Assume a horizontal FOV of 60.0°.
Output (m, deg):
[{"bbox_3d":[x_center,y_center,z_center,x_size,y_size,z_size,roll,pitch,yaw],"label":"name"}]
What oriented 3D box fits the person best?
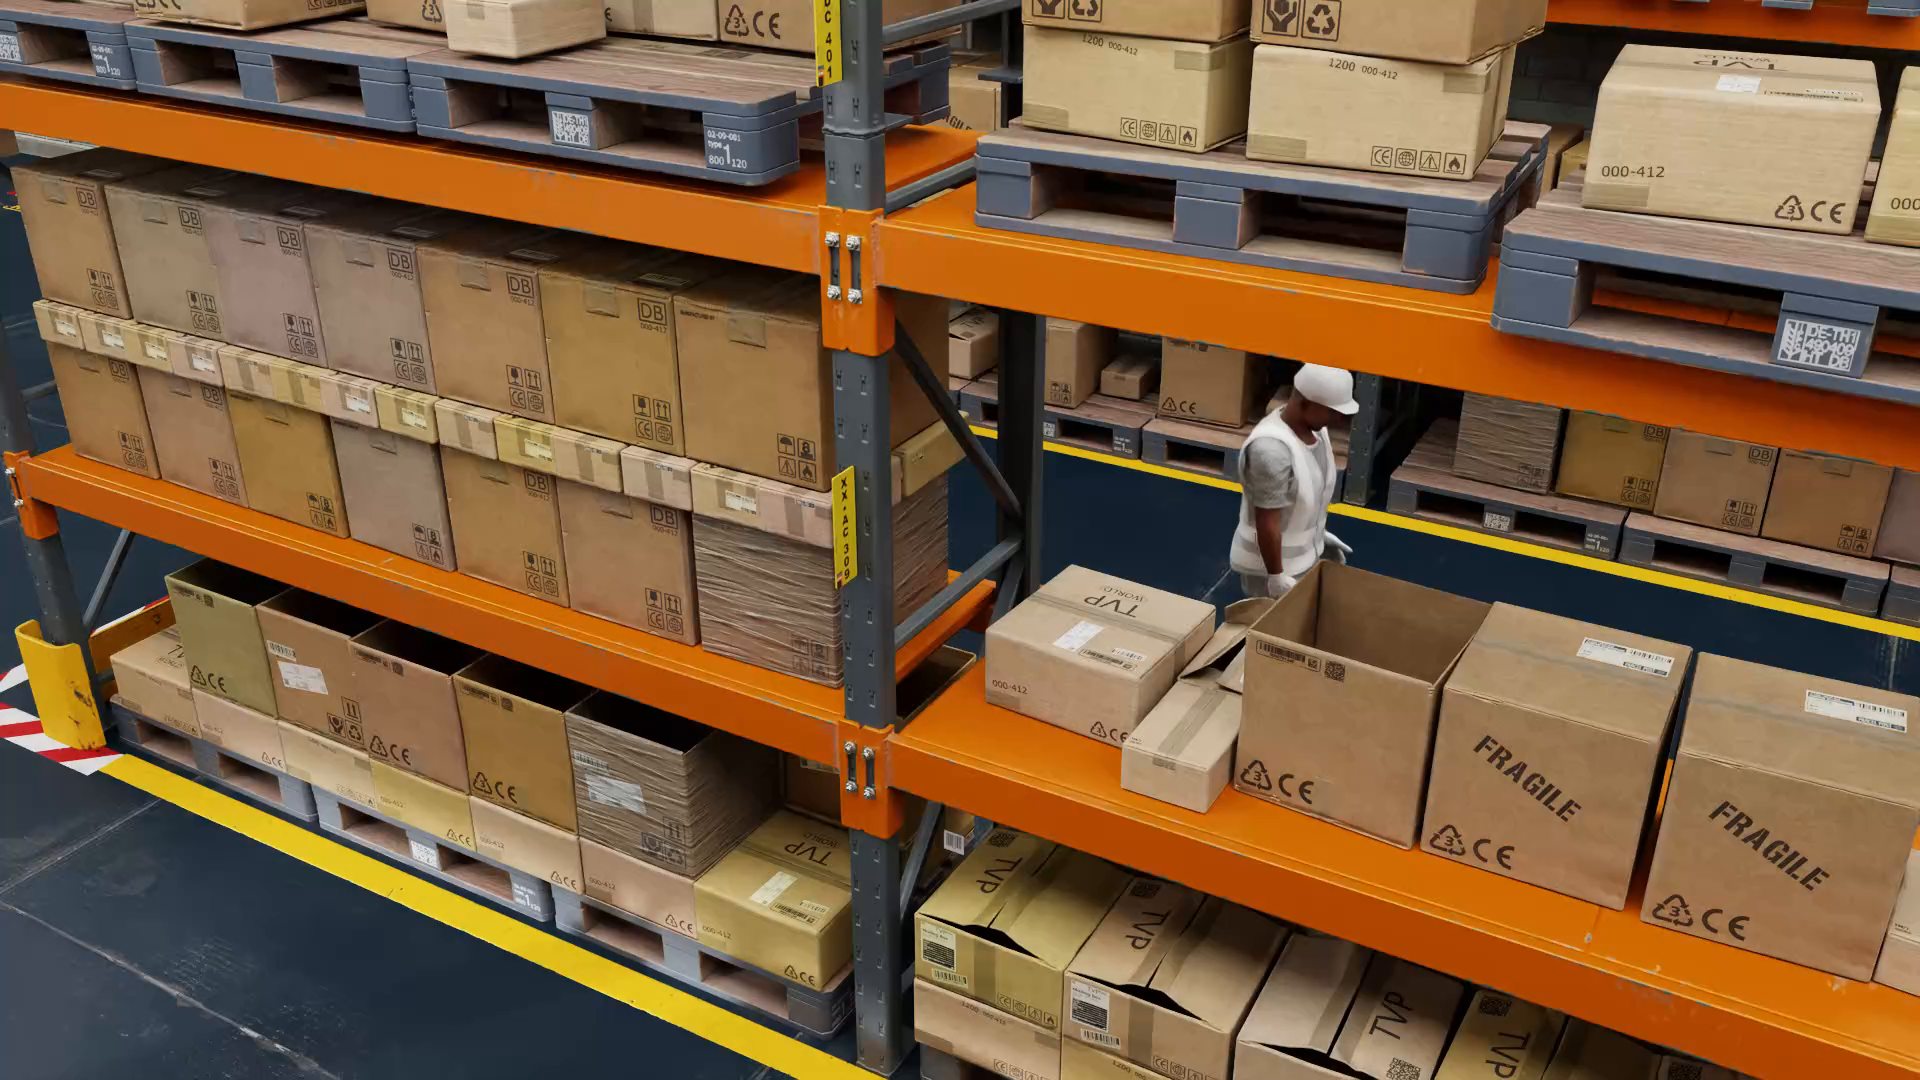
[{"bbox_3d":[1.319,0.084,6.674,0.414,1.754,0.563,15,30,27],"label":"person"}]
